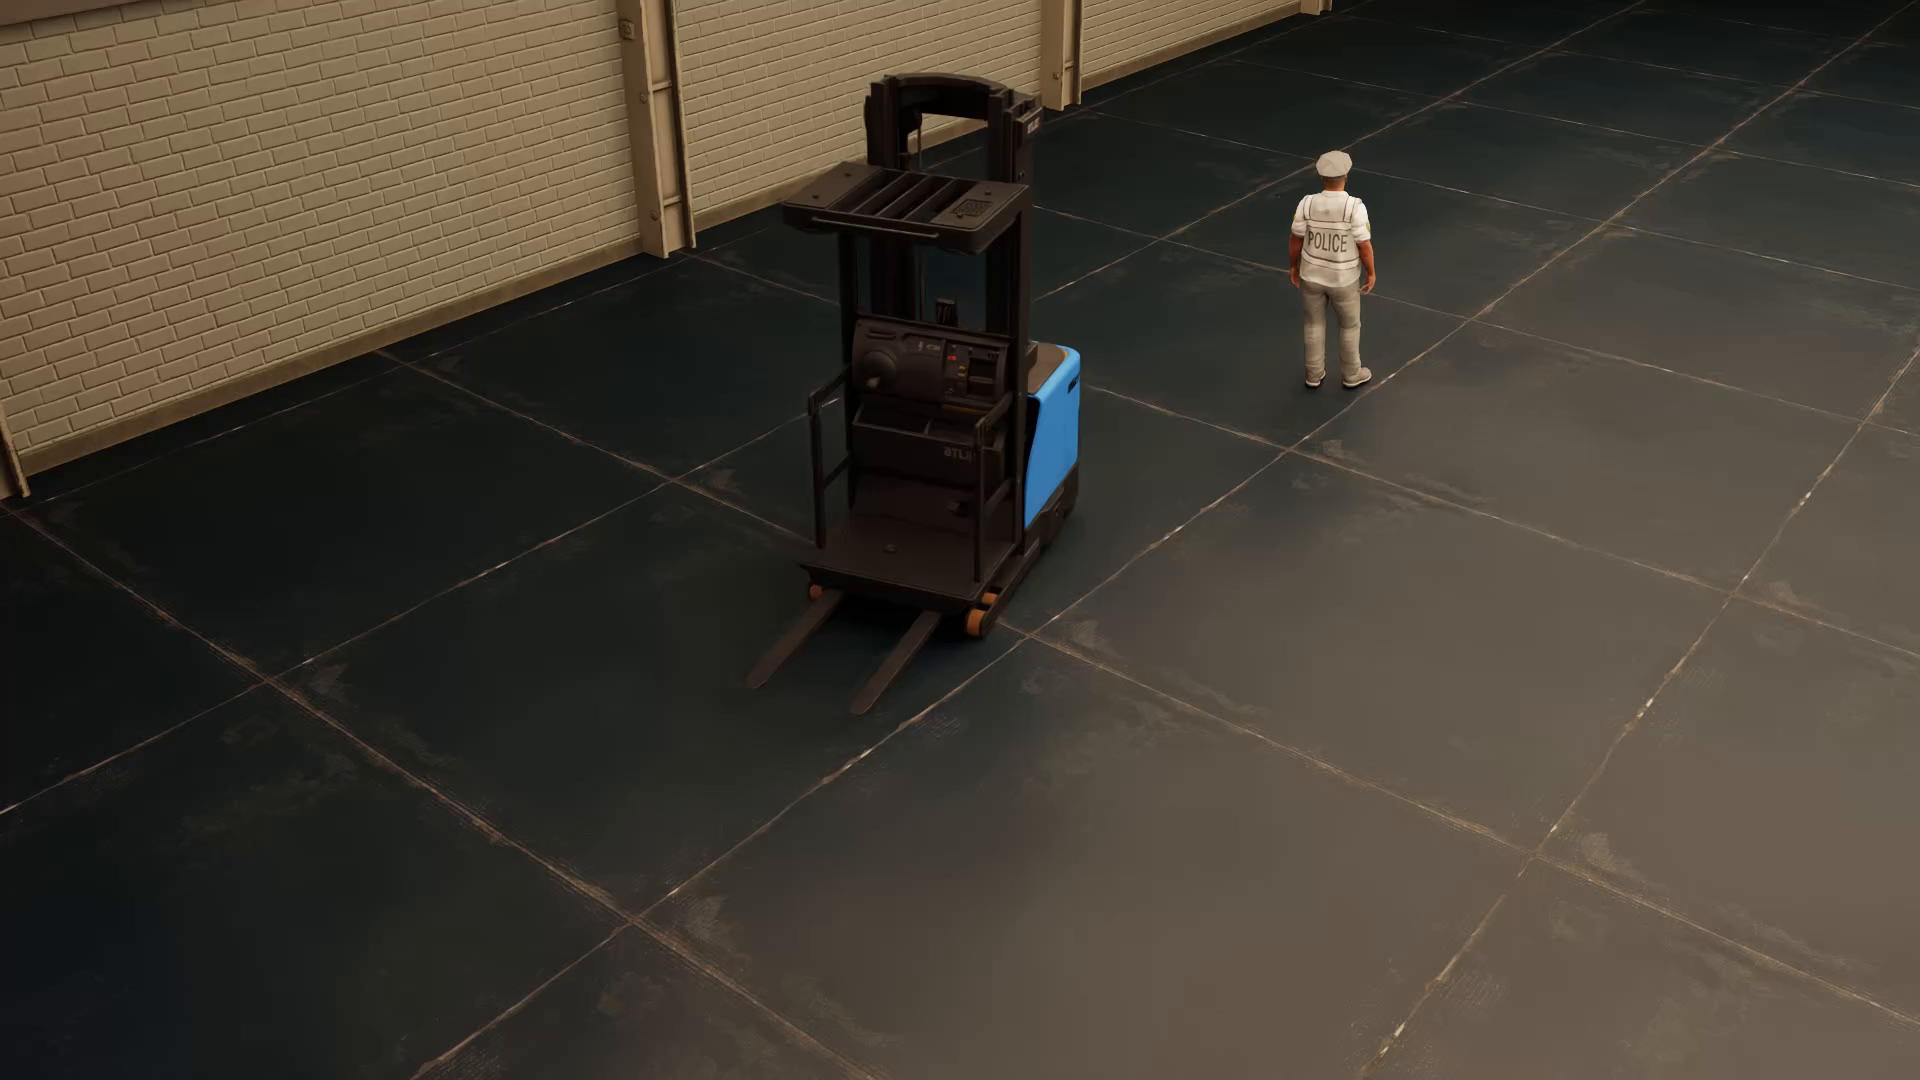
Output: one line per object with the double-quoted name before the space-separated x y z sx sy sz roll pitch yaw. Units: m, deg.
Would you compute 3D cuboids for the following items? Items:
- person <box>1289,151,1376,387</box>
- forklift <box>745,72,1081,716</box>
"person" 2.721 -1.964 12.080 0.642 1.782 0.573 15 33 24
"forklift" -0.253 -0.945 9.212 1.130 2.935 3.031 12 32 19
